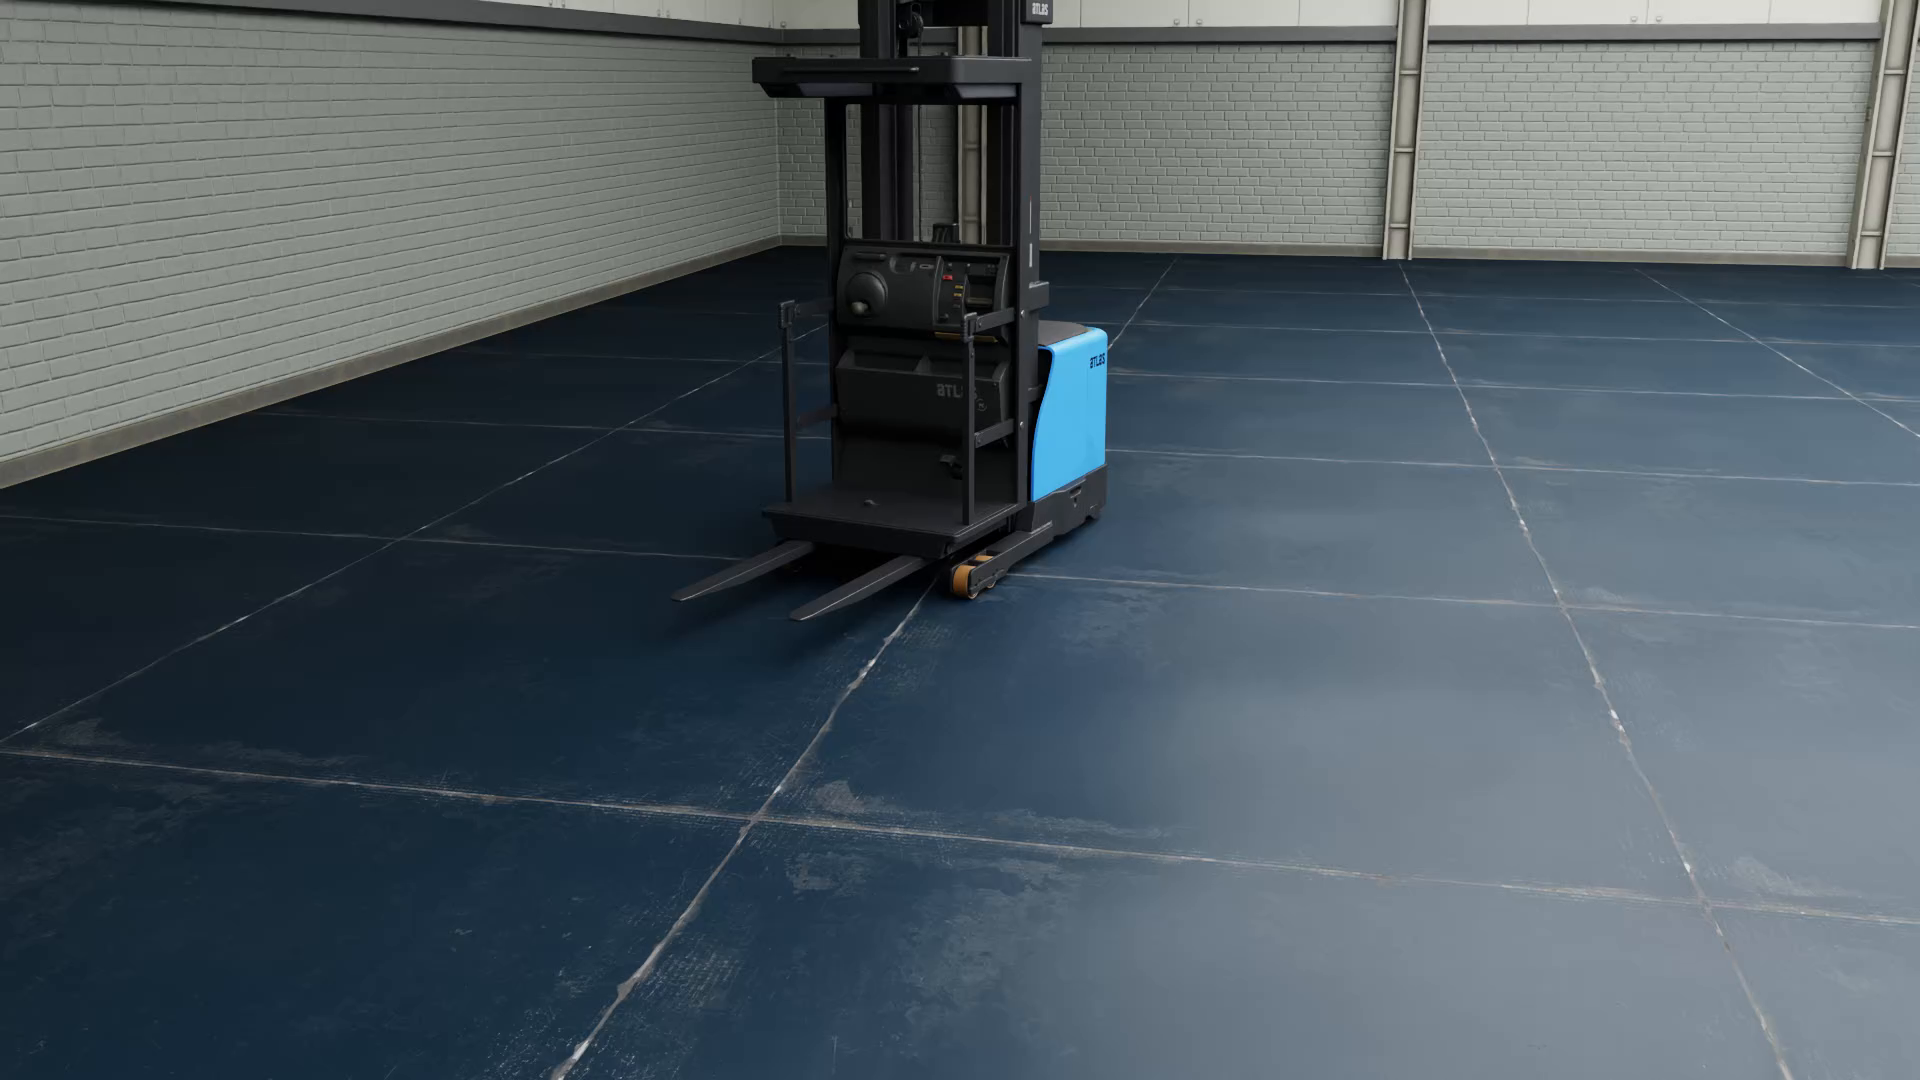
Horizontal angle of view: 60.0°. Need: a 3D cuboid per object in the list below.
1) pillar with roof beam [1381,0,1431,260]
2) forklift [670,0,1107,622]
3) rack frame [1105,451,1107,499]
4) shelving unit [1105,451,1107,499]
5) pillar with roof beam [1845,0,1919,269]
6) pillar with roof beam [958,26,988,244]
[{"bbox_3d":[5.216,-7.129,17.872,0.400,9.000,9.100,3,16,11],"label":"pillar with roof beam"},{"bbox_3d":[-0.283,-1.263,8.061,1.130,2.935,3.031,8,17,26],"label":"forklift"},{"bbox_3d":[0.788,-0.652,9.622,0.006,0.900,0.240,5,16,28],"label":"rack frame"},{"bbox_3d":[0.699,-0.660,9.670,0.210,0.900,0.258,5,16,28],"label":"shelving unit"},{"bbox_3d":[11.096,-6.810,16.720,0.400,9.000,9.100,3,16,11],"label":"pillar with roof beam"},{"bbox_3d":[-0.663,-7.448,19.024,0.400,9.000,9.100,3,16,11],"label":"pillar with roof beam"}]
